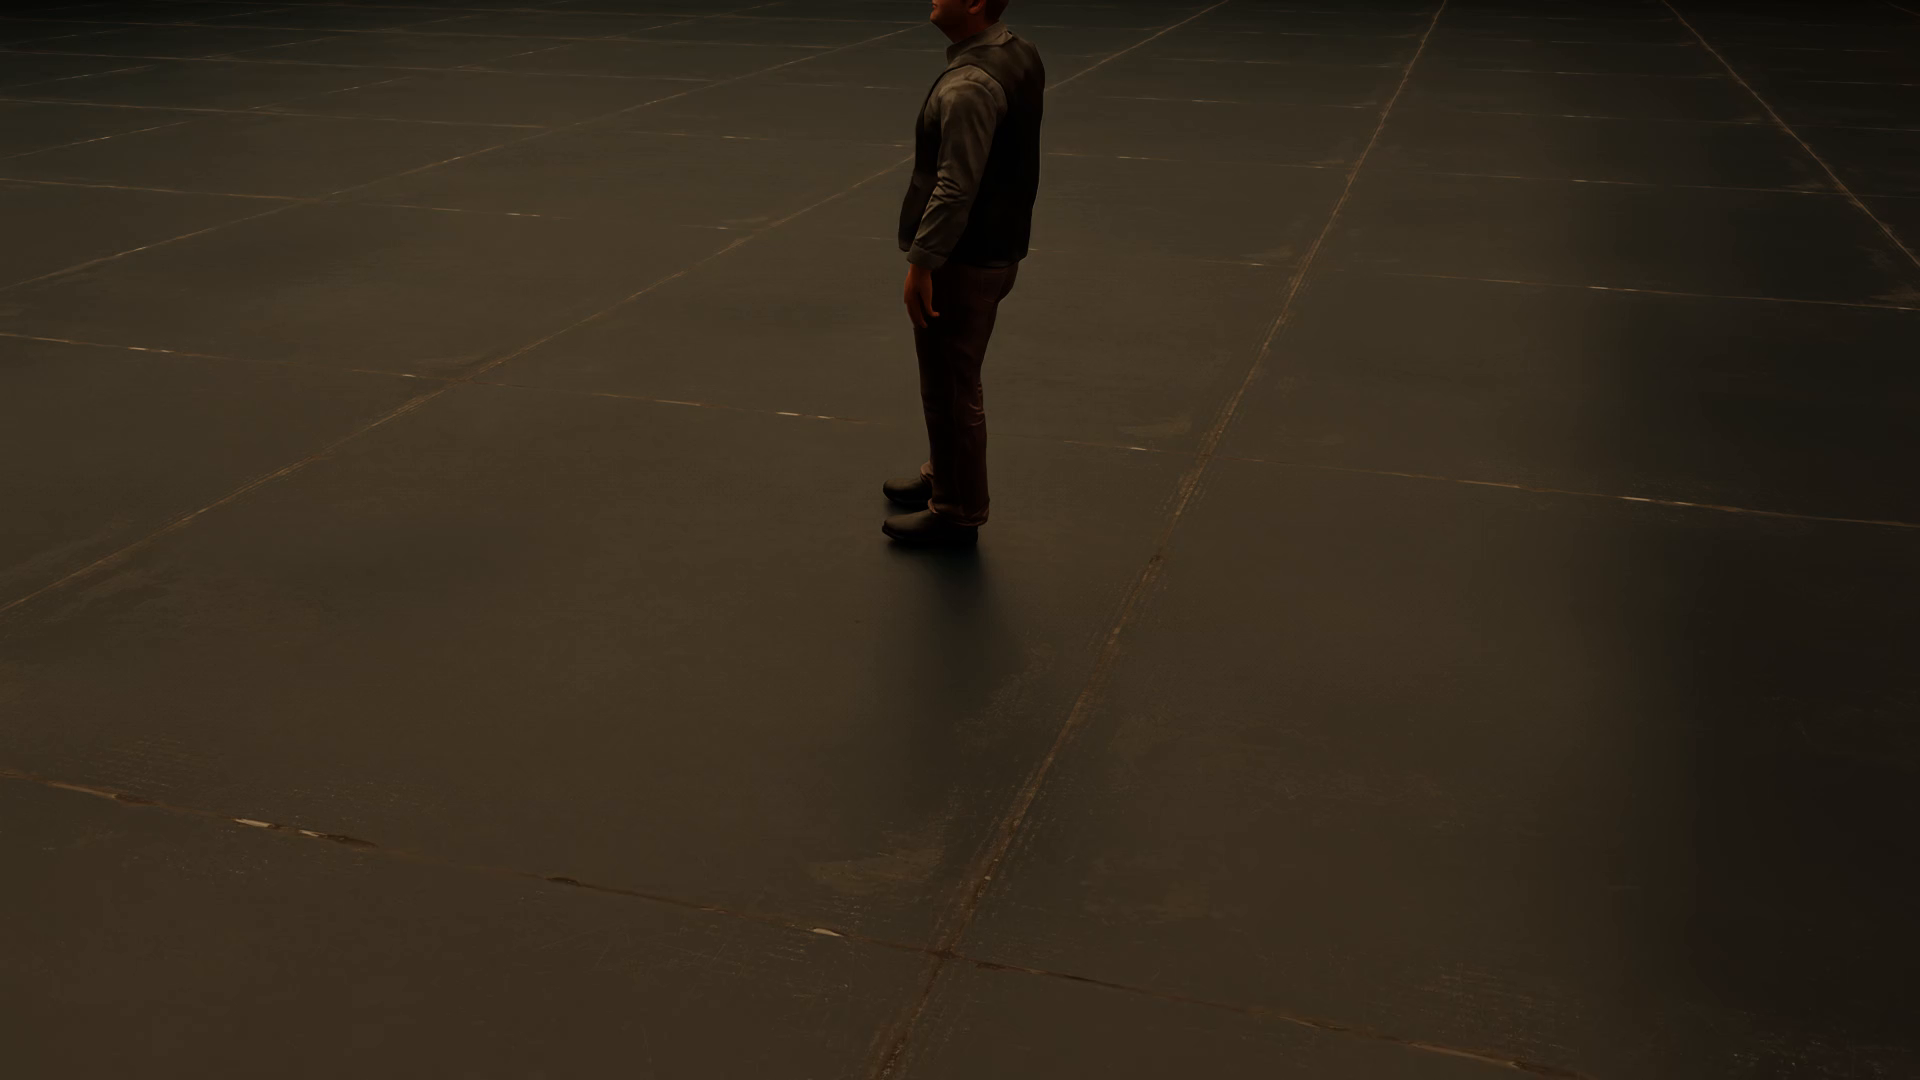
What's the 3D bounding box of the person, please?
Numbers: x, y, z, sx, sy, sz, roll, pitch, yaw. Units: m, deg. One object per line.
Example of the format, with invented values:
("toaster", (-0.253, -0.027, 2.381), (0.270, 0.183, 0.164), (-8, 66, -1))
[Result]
("person", (-0.065, -0.813, 4.815), (0.551, 1.722, 0.633), (7, 23, 16))
